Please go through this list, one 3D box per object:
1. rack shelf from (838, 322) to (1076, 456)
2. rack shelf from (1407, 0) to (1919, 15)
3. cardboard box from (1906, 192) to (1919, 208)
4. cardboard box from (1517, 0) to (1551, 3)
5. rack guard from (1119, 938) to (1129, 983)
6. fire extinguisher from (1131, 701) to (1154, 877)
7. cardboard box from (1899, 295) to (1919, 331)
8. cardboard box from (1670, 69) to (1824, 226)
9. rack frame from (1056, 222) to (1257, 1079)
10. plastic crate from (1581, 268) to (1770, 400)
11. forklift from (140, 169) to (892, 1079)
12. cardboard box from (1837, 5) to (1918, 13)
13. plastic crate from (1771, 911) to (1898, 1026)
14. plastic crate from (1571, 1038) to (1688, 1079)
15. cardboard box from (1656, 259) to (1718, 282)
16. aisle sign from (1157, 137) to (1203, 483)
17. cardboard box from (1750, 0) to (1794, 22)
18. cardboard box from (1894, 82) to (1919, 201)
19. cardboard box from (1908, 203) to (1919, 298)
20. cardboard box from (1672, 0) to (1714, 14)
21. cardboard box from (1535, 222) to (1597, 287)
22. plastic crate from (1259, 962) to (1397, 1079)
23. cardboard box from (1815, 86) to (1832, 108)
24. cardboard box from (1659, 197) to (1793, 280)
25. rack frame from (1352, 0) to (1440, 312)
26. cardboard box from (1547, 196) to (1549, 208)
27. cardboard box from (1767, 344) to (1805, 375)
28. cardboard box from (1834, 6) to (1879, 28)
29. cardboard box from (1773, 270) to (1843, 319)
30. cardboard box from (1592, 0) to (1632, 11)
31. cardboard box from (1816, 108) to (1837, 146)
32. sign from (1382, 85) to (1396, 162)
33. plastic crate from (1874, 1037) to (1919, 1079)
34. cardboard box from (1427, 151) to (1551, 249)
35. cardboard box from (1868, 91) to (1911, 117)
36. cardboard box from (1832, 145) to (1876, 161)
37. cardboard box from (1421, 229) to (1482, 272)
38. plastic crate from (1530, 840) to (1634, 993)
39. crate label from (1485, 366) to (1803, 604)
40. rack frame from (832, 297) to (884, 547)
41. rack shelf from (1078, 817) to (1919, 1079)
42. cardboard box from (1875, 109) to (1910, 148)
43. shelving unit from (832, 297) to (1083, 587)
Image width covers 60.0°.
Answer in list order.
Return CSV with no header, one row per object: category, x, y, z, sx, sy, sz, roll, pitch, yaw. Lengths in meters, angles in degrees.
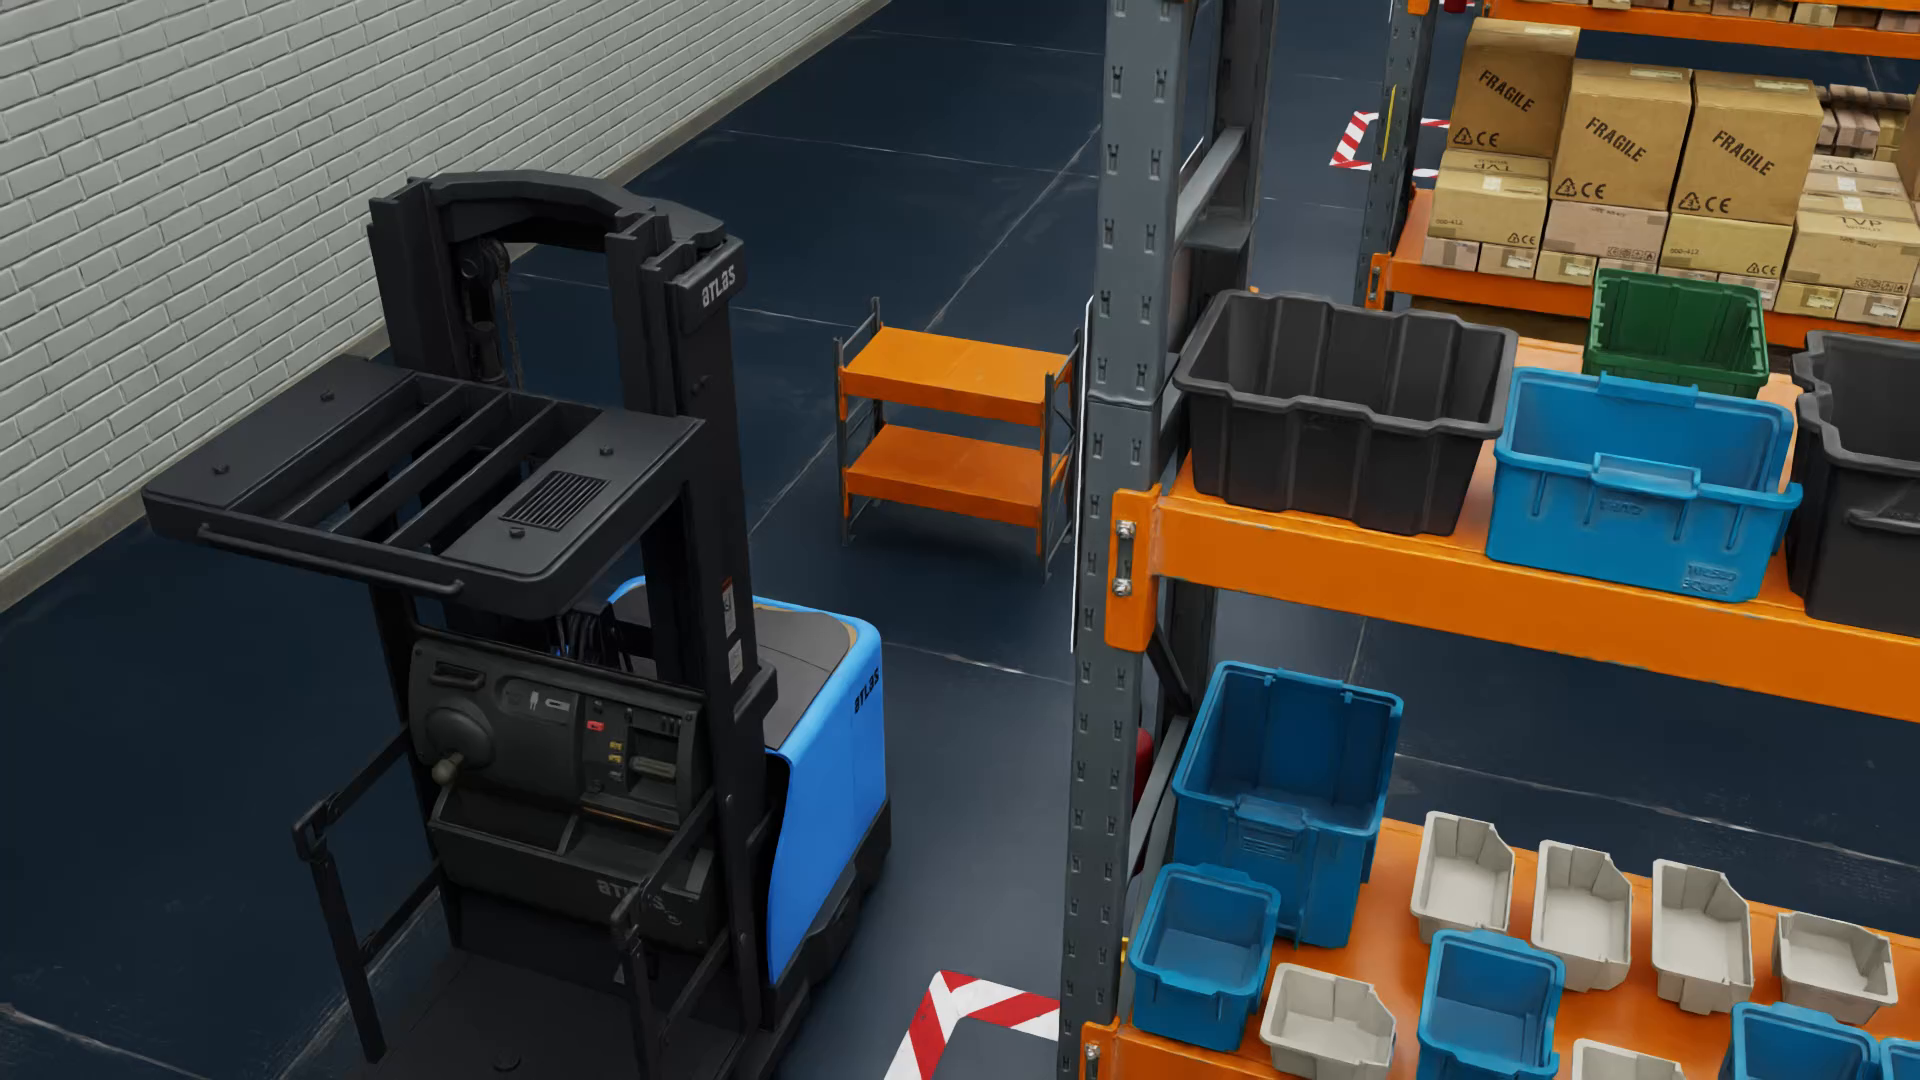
rack shelf,-0.006,-0.720,7.788,1.000,0.278,0.538,11,34,16
rack shelf,4.020,-2.365,7.046,4.000,0.370,1.077,11,34,16
cardboard box,4.593,-1.508,7.685,0.500,0.250,0.500,12,35,18
cardboard box,4.100,-3.955,11.842,0.250,0.149,0.380,11,34,16
rack guard,0.439,1.808,4.989,0.348,0.500,1.175,11,34,16
fire extinguisher,0.477,0.685,4.838,0.183,0.674,0.296,11,34,16
cardboard box,4.295,-1.059,7.357,0.250,0.149,0.380,10,34,16
cardboard box,3.458,-1.741,7.354,0.500,0.500,0.500,10,34,15
rack frame,0.466,0.756,4.314,0.127,3.000,1.000,11,34,16
plastic crate,1.491,-0.381,3.504,0.336,0.188,0.450,11,34,16
forklift,-1.242,0.619,4.589,1.130,2.935,3.031,11,34,17
cardboard box,6.164,-3.854,11.087,0.500,0.500,0.500,11,34,16
plastic crate,2.118,1.042,4.059,0.250,0.136,0.298,11,34,16
plastic crate,1.500,1.280,3.690,0.298,0.136,0.250,11,34,16
cardboard box,3.328,-1.247,7.648,0.250,0.149,0.380,10,34,16
aisle sign,0.497,-0.499,3.861,0.004,0.787,0.394,11,34,16
cardboard box,5.586,-3.696,11.440,0.250,0.149,0.380,12,35,18
cardboard box,4.586,-1.823,7.481,0.500,0.500,0.500,10,34,15
cardboard box,4.430,-1.237,7.264,0.500,0.250,0.500,12,35,17
cardboard box,5.126,-3.814,11.623,0.250,0.149,0.380,11,34,16
cardboard box,2.843,-1.341,7.794,0.250,0.149,0.380,10,34,15
plastic crate,0.861,1.156,3.882,0.298,0.136,0.250,11,34,16
cardboard box,6.173,-3.187,12.113,0.250,0.149,0.380,10,34,14
cardboard box,3.461,-1.424,7.554,0.500,0.250,0.500,10,34,15
rack frame,2.137,-1.773,8.231,0.127,3.000,1.000,11,34,16
cardboard box,3.160,-1.789,8.119,0.500,0.250,0.500,10,34,16
cardboard box,3.623,-0.814,8.317,0.875,0.875,0.875,11,34,16
cardboard box,6.091,-3.622,11.325,0.250,0.149,0.380,10,34,16
cardboard box,3.808,-1.153,7.503,0.250,0.149,0.380,10,34,15
cardboard box,4.589,-3.853,11.684,0.250,0.149,0.380,10,34,15
cardboard box,5.996,-2.917,11.696,0.250,0.149,0.380,10,34,15
sign,1.944,-1.888,7.538,0.005,0.325,0.100,11,34,16
plastic crate,2.109,1.310,3.555,0.300,0.233,0.416,11,34,16
cardboard box,2.498,-1.610,7.841,0.500,0.250,0.500,10,34,15
cardboard box,6.669,-3.091,11.964,0.250,0.149,0.380,10,34,15
cardboard box,6.301,-2.770,11.742,0.250,0.149,0.380,12,35,18
cardboard box,2.360,-1.434,7.938,0.250,0.149,0.380,11,35,17
plastic crate,1.563,0.959,4.188,0.243,0.136,0.396,11,34,16
crate label,1.226,-0.108,3.024,0.502,0.251,0.408,11,34,16
rack frame,-0.485,-0.567,8.091,0.032,1.125,0.500,11,34,16
rack shelf,2.349,1.424,3.942,4.000,0.370,1.077,11,34,16
cardboard box,6.540,-2.872,11.625,0.250,0.149,0.380,12,35,18
shelving unit,-0.006,-0.474,7.947,1.048,1.125,0.538,11,34,16
